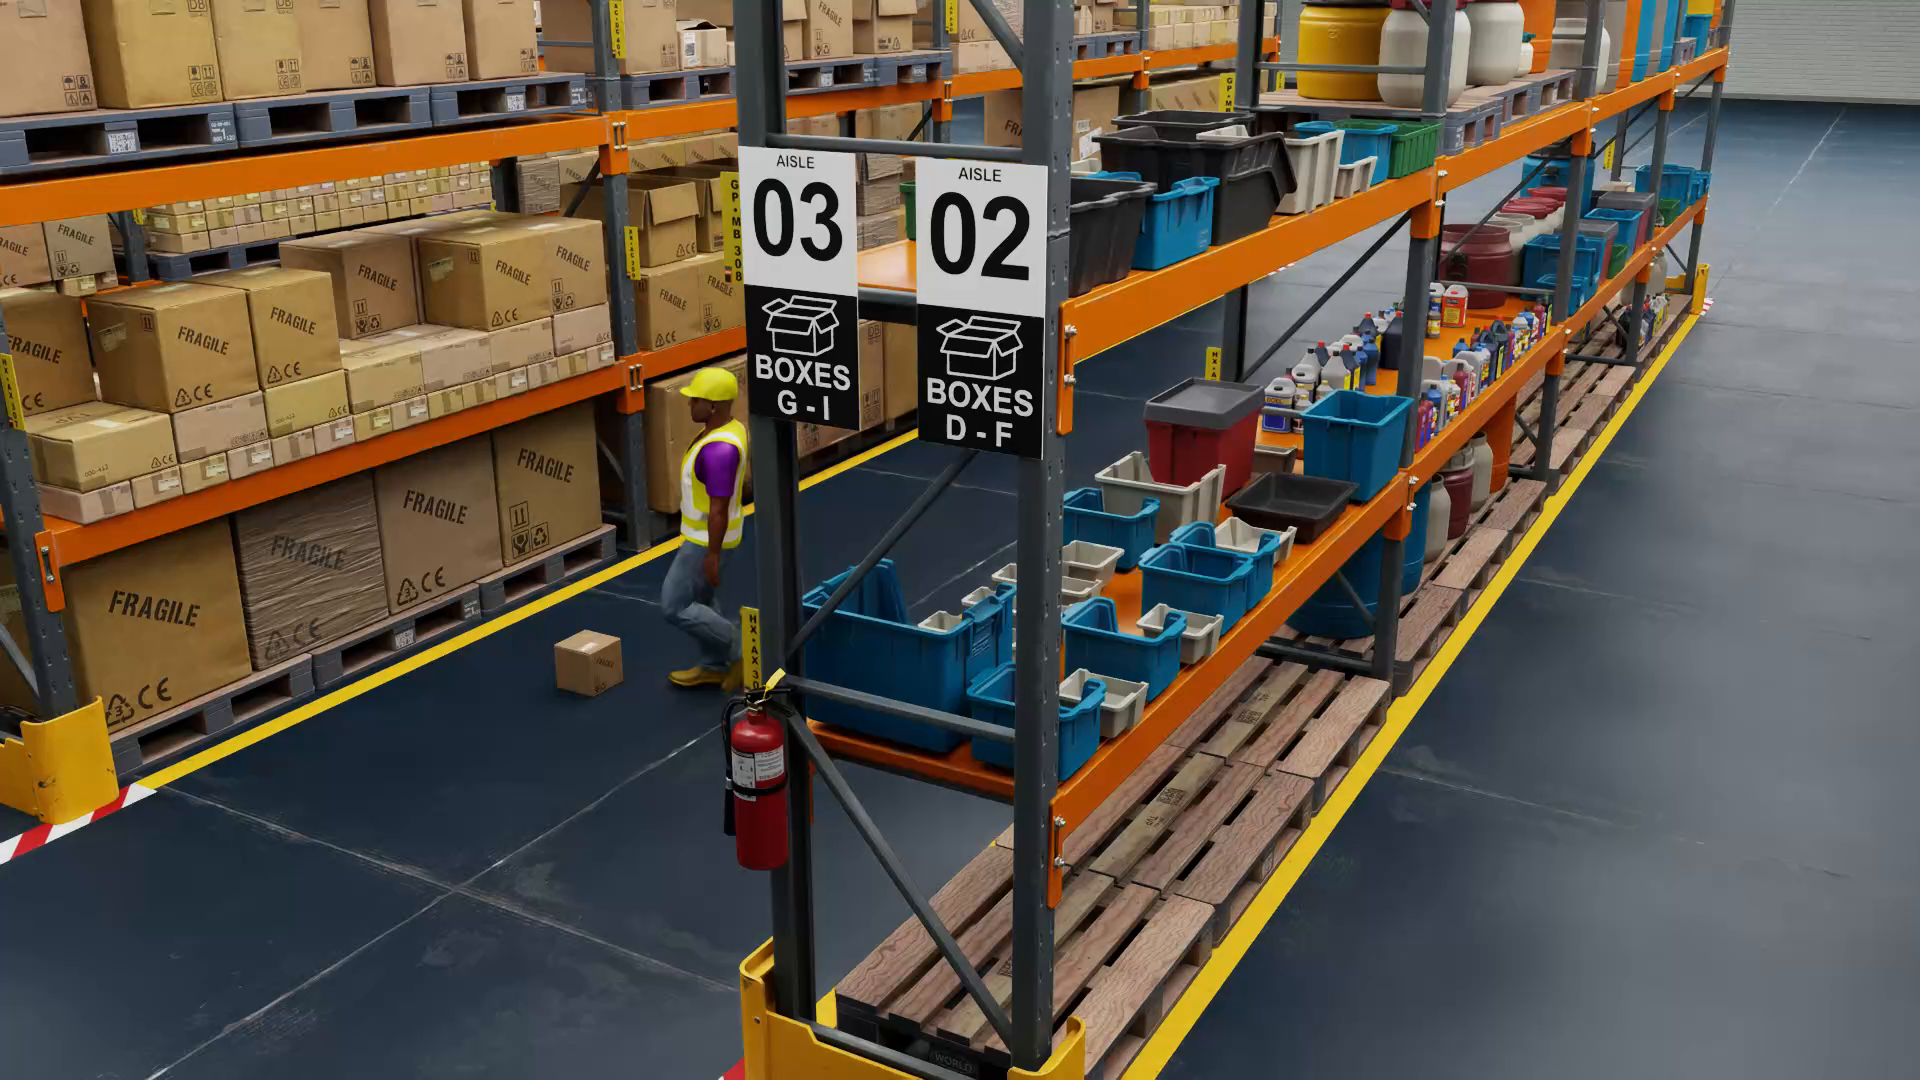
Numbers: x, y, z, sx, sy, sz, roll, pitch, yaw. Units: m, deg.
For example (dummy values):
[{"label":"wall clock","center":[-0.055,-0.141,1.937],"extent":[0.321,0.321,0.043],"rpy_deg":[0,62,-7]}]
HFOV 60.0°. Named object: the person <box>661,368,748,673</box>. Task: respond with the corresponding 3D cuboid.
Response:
[{"label":"person","center":[-1.313,-0.060,8.558],"extent":[0.468,1.688,0.604],"rpy_deg":[-1,19,-4]}]
